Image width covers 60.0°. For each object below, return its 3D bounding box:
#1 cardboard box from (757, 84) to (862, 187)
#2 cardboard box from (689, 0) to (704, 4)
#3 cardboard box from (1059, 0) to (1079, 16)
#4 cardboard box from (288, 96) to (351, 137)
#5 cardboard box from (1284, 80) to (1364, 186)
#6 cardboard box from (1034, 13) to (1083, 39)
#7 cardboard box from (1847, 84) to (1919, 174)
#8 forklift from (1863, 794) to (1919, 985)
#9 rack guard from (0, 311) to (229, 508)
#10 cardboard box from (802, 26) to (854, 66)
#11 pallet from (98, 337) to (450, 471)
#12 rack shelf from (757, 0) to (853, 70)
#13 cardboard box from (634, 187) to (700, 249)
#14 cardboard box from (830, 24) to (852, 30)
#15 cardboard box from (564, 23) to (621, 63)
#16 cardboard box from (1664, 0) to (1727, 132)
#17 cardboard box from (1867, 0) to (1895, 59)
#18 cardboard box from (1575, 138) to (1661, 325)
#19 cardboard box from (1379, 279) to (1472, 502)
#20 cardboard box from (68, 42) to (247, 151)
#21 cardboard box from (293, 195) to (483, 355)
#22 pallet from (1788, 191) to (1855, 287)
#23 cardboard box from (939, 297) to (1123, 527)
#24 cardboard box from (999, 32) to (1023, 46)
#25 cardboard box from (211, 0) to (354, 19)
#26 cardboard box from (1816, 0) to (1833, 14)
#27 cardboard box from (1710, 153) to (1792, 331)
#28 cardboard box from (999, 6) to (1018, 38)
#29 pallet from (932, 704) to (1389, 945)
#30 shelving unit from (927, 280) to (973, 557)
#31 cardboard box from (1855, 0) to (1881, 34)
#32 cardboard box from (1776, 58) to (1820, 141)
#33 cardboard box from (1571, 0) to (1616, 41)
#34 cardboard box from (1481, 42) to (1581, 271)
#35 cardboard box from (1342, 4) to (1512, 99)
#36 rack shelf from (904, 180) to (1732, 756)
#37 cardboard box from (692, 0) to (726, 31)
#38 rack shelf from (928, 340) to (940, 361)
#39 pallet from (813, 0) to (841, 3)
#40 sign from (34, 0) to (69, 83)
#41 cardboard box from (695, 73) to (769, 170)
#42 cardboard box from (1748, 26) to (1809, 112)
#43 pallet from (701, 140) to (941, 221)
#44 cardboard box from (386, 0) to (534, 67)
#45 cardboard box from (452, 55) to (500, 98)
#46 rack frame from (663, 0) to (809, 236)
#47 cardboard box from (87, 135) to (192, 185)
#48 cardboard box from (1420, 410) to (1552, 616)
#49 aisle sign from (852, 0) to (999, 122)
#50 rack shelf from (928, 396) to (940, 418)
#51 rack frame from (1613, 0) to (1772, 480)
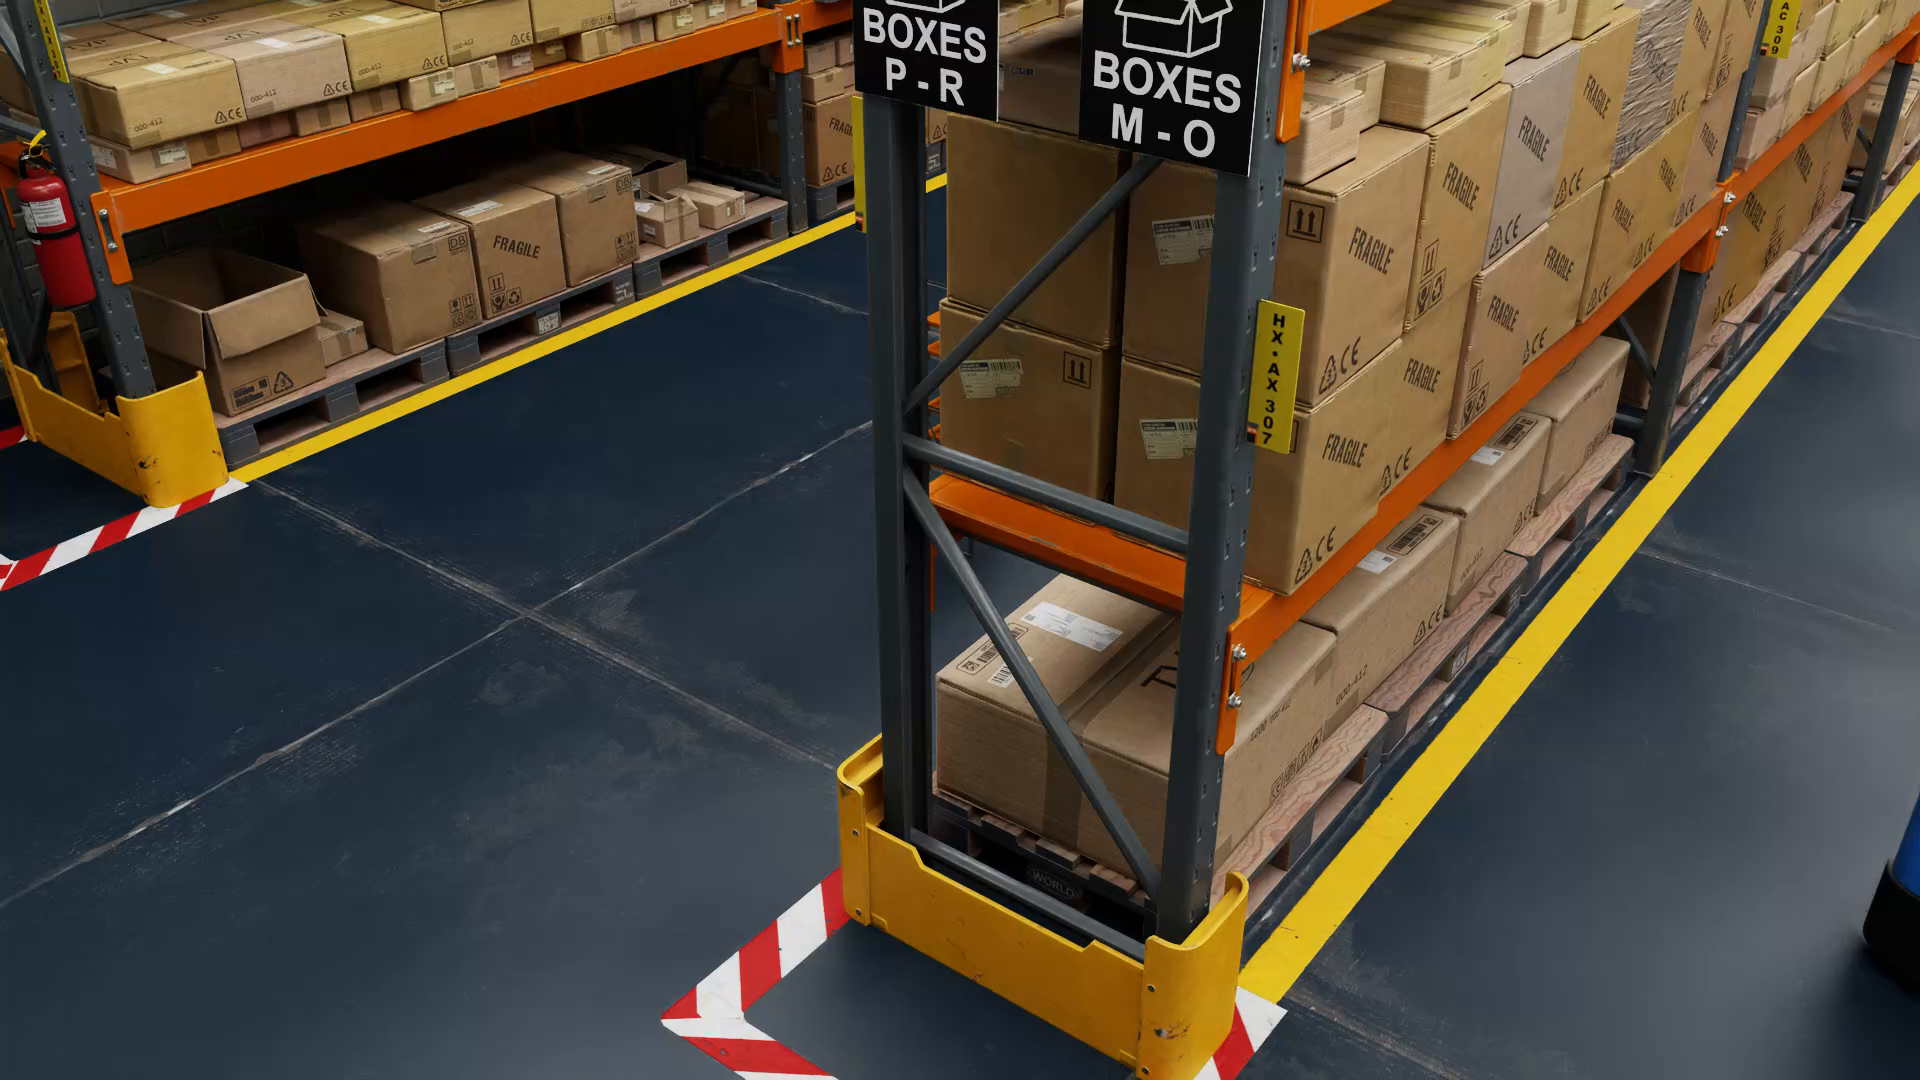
[{"bbox_3d":[-0.861,-2.487,10.044,0.500,0.500,0.500,23,38,33],"label":"cardboard box"},{"bbox_3d":[-1.445,-3.035,8.785,0.500,0.250,0.500,22,37,32],"label":"cardboard box"},{"bbox_3d":[0.652,-3.772,11.576,0.380,0.149,0.250,20,36,30],"label":"cardboard box"},{"bbox_3d":[-2.880,-1.888,7.241,0.380,0.149,0.250,22,37,33],"label":"cardboard box"},{"bbox_3d":[0.648,-0.913,3.634,0.380,0.149,0.250,22,37,32],"label":"cardboard box"},{"bbox_3d":[0.404,-1.172,4.071,0.380,0.149,0.250,22,37,32],"label":"cardboard box"},{"bbox_3d":[5.391,-2.631,10.412,0.950,0.372,0.625,18,35,28],"label":"cardboard box"},{"bbox_3d":[4.116,-0.182,4.183,3.031,2.935,1.130,-14,33,-22],"label":"forklift"},{"bbox_3d":[-3.701,-0.584,7.245,1.175,0.500,0.348,21,37,31],"label":"rack guard"},{"bbox_3d":[-0.785,-2.951,9.899,0.380,0.149,0.250,19,36,29],"label":"cardboard box"},{"bbox_3d":[-3.220,-0.784,7.866,1.003,0.211,1.213,21,37,31],"label":"pallet"},{"bbox_3d":[-0.125,-3.757,10.854,1.077,0.370,4.000,21,37,31],"label":"rack shelf"},{"bbox_3d":[-1.650,-1.797,9.109,0.396,0.266,0.258,23,37,33],"label":"cardboard box"},{"bbox_3d":[-0.912,-3.199,10.609,0.380,0.149,0.250,19,36,29],"label":"cardboard box"},{"bbox_3d":[-1.912,-2.502,8.277,0.380,0.149,0.250,21,36,31],"label":"cardboard box"},{"bbox_3d":[2.250,-1.721,5.632,0.500,0.500,0.500,21,36,31],"label":"cardboard box"},{"bbox_3d":[4.331,-2.592,8.328,0.500,0.250,0.500,21,36,31],"label":"cardboard box"},{"bbox_3d":[1.953,-1.084,5.539,0.500,0.500,0.500,21,36,31],"label":"cardboard box"},{"bbox_3d":[1.015,-0.466,4.496,0.500,0.500,0.500,21,36,31],"label":"cardboard box"},{"bbox_3d":[-3.258,-1.793,6.689,0.500,0.250,0.500,21,37,32],"label":"cardboard box"},{"bbox_3d":[-2.755,-1.288,8.022,0.700,0.500,0.500,23,38,33],"label":"cardboard box"},{"bbox_3d":[4.506,-1.857,9.676,1.003,0.211,1.213,21,37,31],"label":"pallet"},{"bbox_3d":[0.293,-0.423,4.423,0.500,0.500,0.500,21,37,32],"label":"cardboard box"},{"bbox_3d":[0.076,-3.117,11.107,0.500,0.500,0.500,20,36,30],"label":"cardboard box"},{"bbox_3d":[-3.066,-2.369,7.661,0.500,0.250,0.500,22,37,33],"label":"cardboard box"},{"bbox_3d":[3.407,-2.507,6.959,0.500,0.500,0.500,21,37,31],"label":"cardboard box"},{"bbox_3d":[3.477,-1.641,8.249,0.875,0.875,0.875,22,37,33],"label":"cardboard box"},{"bbox_3d":[0.164,-3.455,11.042,0.380,0.149,0.250,19,36,29],"label":"cardboard box"},{"bbox_3d":[0.633,0.748,5.280,1.003,0.211,1.213,21,37,31],"label":"pallet"},{"bbox_3d":[0.009,-0.522,6.454,0.258,1.200,0.189,21,37,31],"label":"shelving unit"},{"bbox_3d":[4.040,-2.594,7.842,0.500,0.250,0.500,20,36,30],"label":"cardboard box"},{"bbox_3d":[3.415,-1.972,7.282,0.500,0.250,0.500,20,36,30],"label":"cardboard box"},{"bbox_3d":[1.618,-1.531,4.676,0.380,0.149,0.250,20,36,30],"label":"cardboard box"},{"bbox_3d":[1.341,-1.106,4.596,0.500,0.500,0.500,21,36,31],"label":"cardboard box"},{"bbox_3d":[1.142,-1.225,4.159,0.380,0.149,0.250,20,36,30],"label":"cardboard box"},{"bbox_3d":[1.420,-0.606,5.535,1.077,0.370,4.000,21,37,31],"label":"rack shelf"},{"bbox_3d":[-1.463,-2.826,8.823,0.380,0.149,0.250,22,37,33],"label":"cardboard box"},{"bbox_3d":[0.009,-0.690,6.354,0.258,0.103,0.180,21,37,31],"label":"rack shelf"},{"bbox_3d":[-0.763,-3.463,9.839,1.003,0.211,1.213,21,37,31],"label":"pallet"},{"bbox_3d":[-3.314,-1.834,6.053,0.100,0.325,0.005,21,37,31],"label":"sign"},{"bbox_3d":[-1.271,-2.650,10.319,0.500,0.500,0.500,21,37,31],"label":"cardboard box"},{"bbox_3d":[3.118,-1.971,6.790,0.500,0.250,0.500,20,36,30],"label":"cardboard box"},{"bbox_3d":[-0.871,-2.397,10.587,1.003,0.211,1.213,21,37,31],"label":"pallet"},{"bbox_3d":[-2.359,-2.420,7.746,0.500,0.250,0.500,20,36,30],"label":"cardboard box"},{"bbox_3d":[-2.369,-2.191,7.751,0.380,0.149,0.250,22,37,32],"label":"cardboard box"},{"bbox_3d":[-1.332,-3.254,9.299,1.000,3.000,0.127,21,37,31],"label":"rack frame"},{"bbox_3d":[-3.329,-1.569,6.702,0.380,0.149,0.250,21,36,31],"label":"cardboard box"},{"bbox_3d":[1.623,-0.220,6.280,0.875,0.438,0.875,20,36,30],"label":"cardboard box"},{"bbox_3d":[-0.078,-1.287,3.429,0.394,0.787,0.004,21,37,31],"label":"aisle sign"},{"bbox_3d":[0.009,-0.484,6.477,0.258,0.103,0.180,21,37,31],"label":"rack shelf"},{"bbox_3d":[2.628,-1.728,6.724,1.000,3.000,0.127,21,37,31],"label":"rack frame"}]
